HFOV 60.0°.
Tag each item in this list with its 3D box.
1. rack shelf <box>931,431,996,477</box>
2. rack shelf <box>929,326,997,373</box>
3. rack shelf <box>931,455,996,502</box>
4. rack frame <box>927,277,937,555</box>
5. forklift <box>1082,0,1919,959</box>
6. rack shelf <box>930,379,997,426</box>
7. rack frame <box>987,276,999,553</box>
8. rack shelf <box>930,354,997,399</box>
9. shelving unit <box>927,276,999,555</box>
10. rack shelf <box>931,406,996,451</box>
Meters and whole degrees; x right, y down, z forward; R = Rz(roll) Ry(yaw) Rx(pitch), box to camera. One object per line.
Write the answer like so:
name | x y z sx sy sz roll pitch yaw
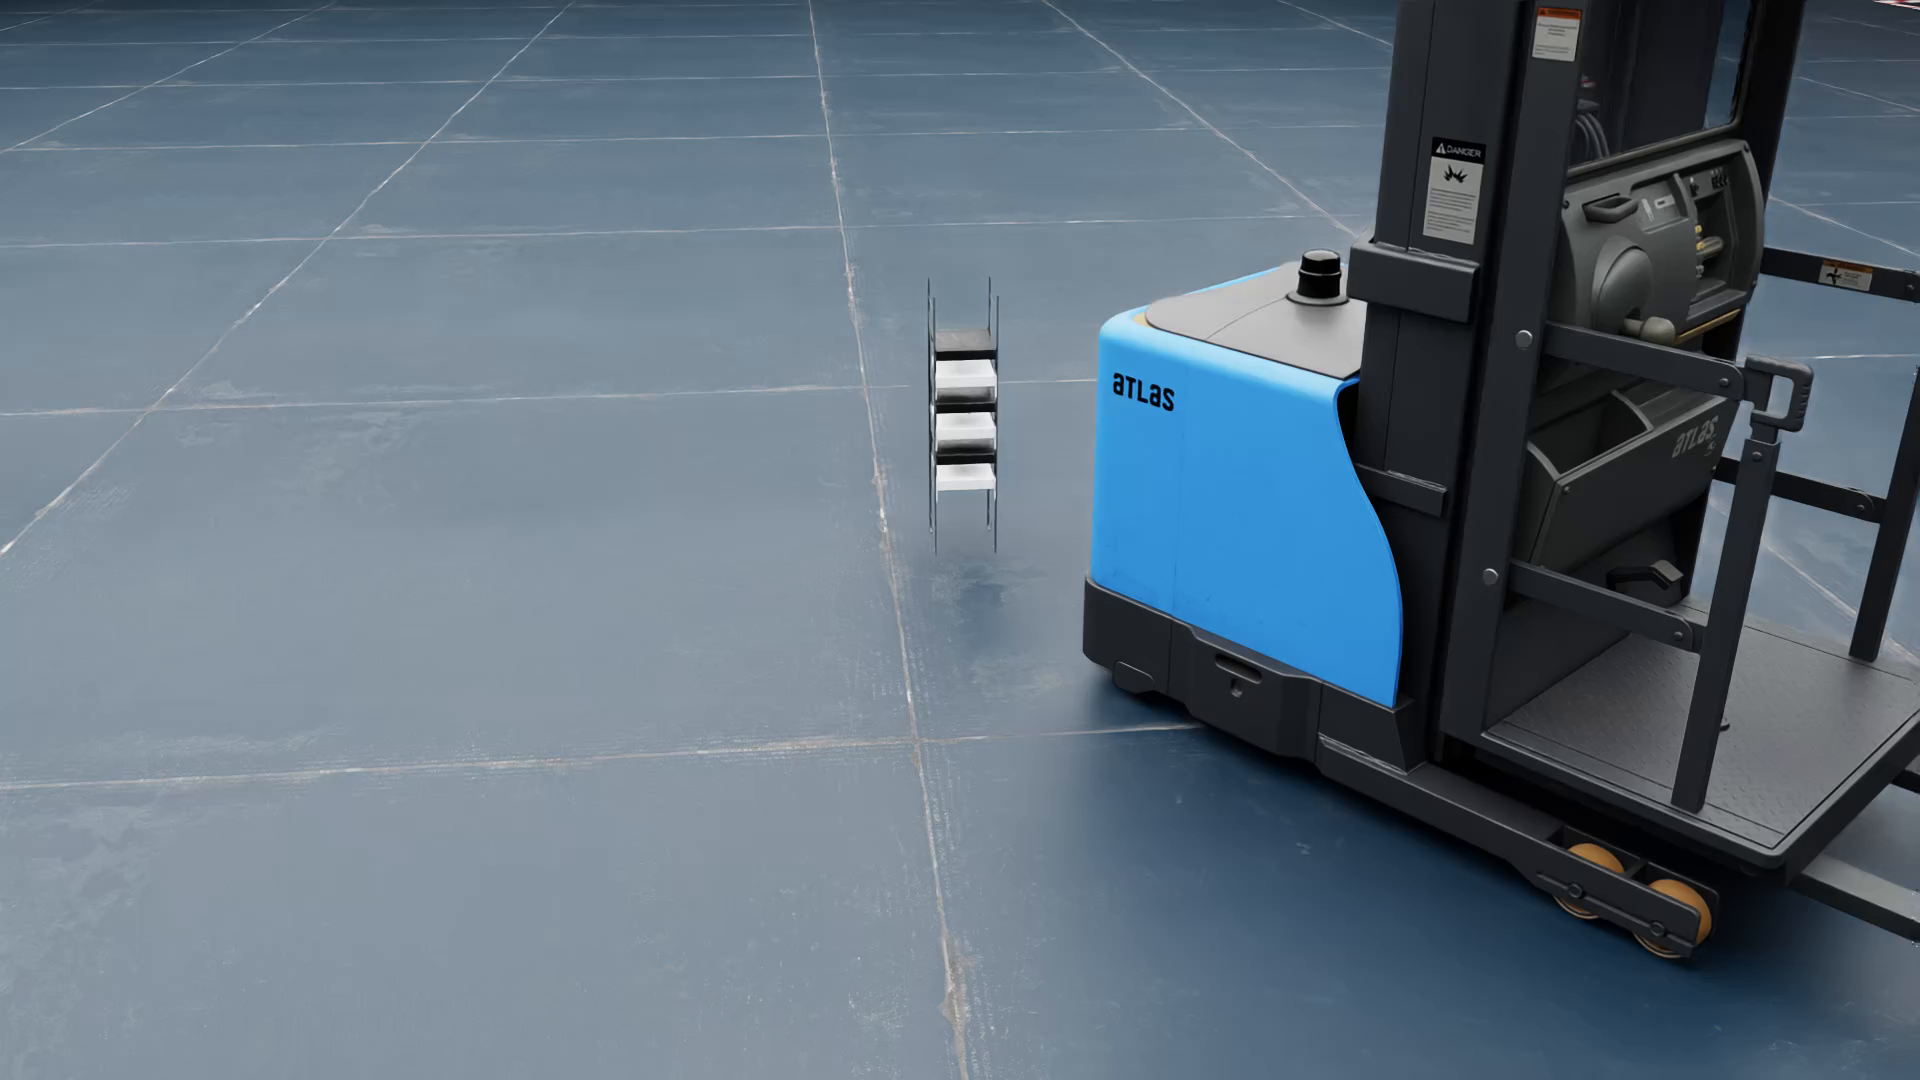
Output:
rack shelf | 0.008 -0.299 5.618 0.200 0.077 0.258 -2 24 -5
rack shelf | 0.008 -0.628 5.472 0.200 0.077 0.258 -2 24 -5
rack shelf | 0.008 -0.217 5.655 0.200 0.077 0.258 -2 24 -5
rack frame | -0.093 -0.407 5.559 0.006 0.900 0.240 -2 24 -5
forklift | 1.737 -0.653 3.611 1.130 2.935 3.031 -21 32 -39
rack shelf | 0.008 -0.463 5.545 0.200 0.077 0.258 -2 24 -5
rack frame | 0.109 -0.416 5.577 0.006 0.900 0.240 -2 24 -5
rack shelf | 0.008 -0.546 5.508 0.200 0.077 0.258 -2 24 -5
shelving unit | 0.008 -0.412 5.568 0.210 0.900 0.258 -2 24 -5
rack shelf | 0.008 -0.381 5.581 0.200 0.077 0.258 -2 24 -5
